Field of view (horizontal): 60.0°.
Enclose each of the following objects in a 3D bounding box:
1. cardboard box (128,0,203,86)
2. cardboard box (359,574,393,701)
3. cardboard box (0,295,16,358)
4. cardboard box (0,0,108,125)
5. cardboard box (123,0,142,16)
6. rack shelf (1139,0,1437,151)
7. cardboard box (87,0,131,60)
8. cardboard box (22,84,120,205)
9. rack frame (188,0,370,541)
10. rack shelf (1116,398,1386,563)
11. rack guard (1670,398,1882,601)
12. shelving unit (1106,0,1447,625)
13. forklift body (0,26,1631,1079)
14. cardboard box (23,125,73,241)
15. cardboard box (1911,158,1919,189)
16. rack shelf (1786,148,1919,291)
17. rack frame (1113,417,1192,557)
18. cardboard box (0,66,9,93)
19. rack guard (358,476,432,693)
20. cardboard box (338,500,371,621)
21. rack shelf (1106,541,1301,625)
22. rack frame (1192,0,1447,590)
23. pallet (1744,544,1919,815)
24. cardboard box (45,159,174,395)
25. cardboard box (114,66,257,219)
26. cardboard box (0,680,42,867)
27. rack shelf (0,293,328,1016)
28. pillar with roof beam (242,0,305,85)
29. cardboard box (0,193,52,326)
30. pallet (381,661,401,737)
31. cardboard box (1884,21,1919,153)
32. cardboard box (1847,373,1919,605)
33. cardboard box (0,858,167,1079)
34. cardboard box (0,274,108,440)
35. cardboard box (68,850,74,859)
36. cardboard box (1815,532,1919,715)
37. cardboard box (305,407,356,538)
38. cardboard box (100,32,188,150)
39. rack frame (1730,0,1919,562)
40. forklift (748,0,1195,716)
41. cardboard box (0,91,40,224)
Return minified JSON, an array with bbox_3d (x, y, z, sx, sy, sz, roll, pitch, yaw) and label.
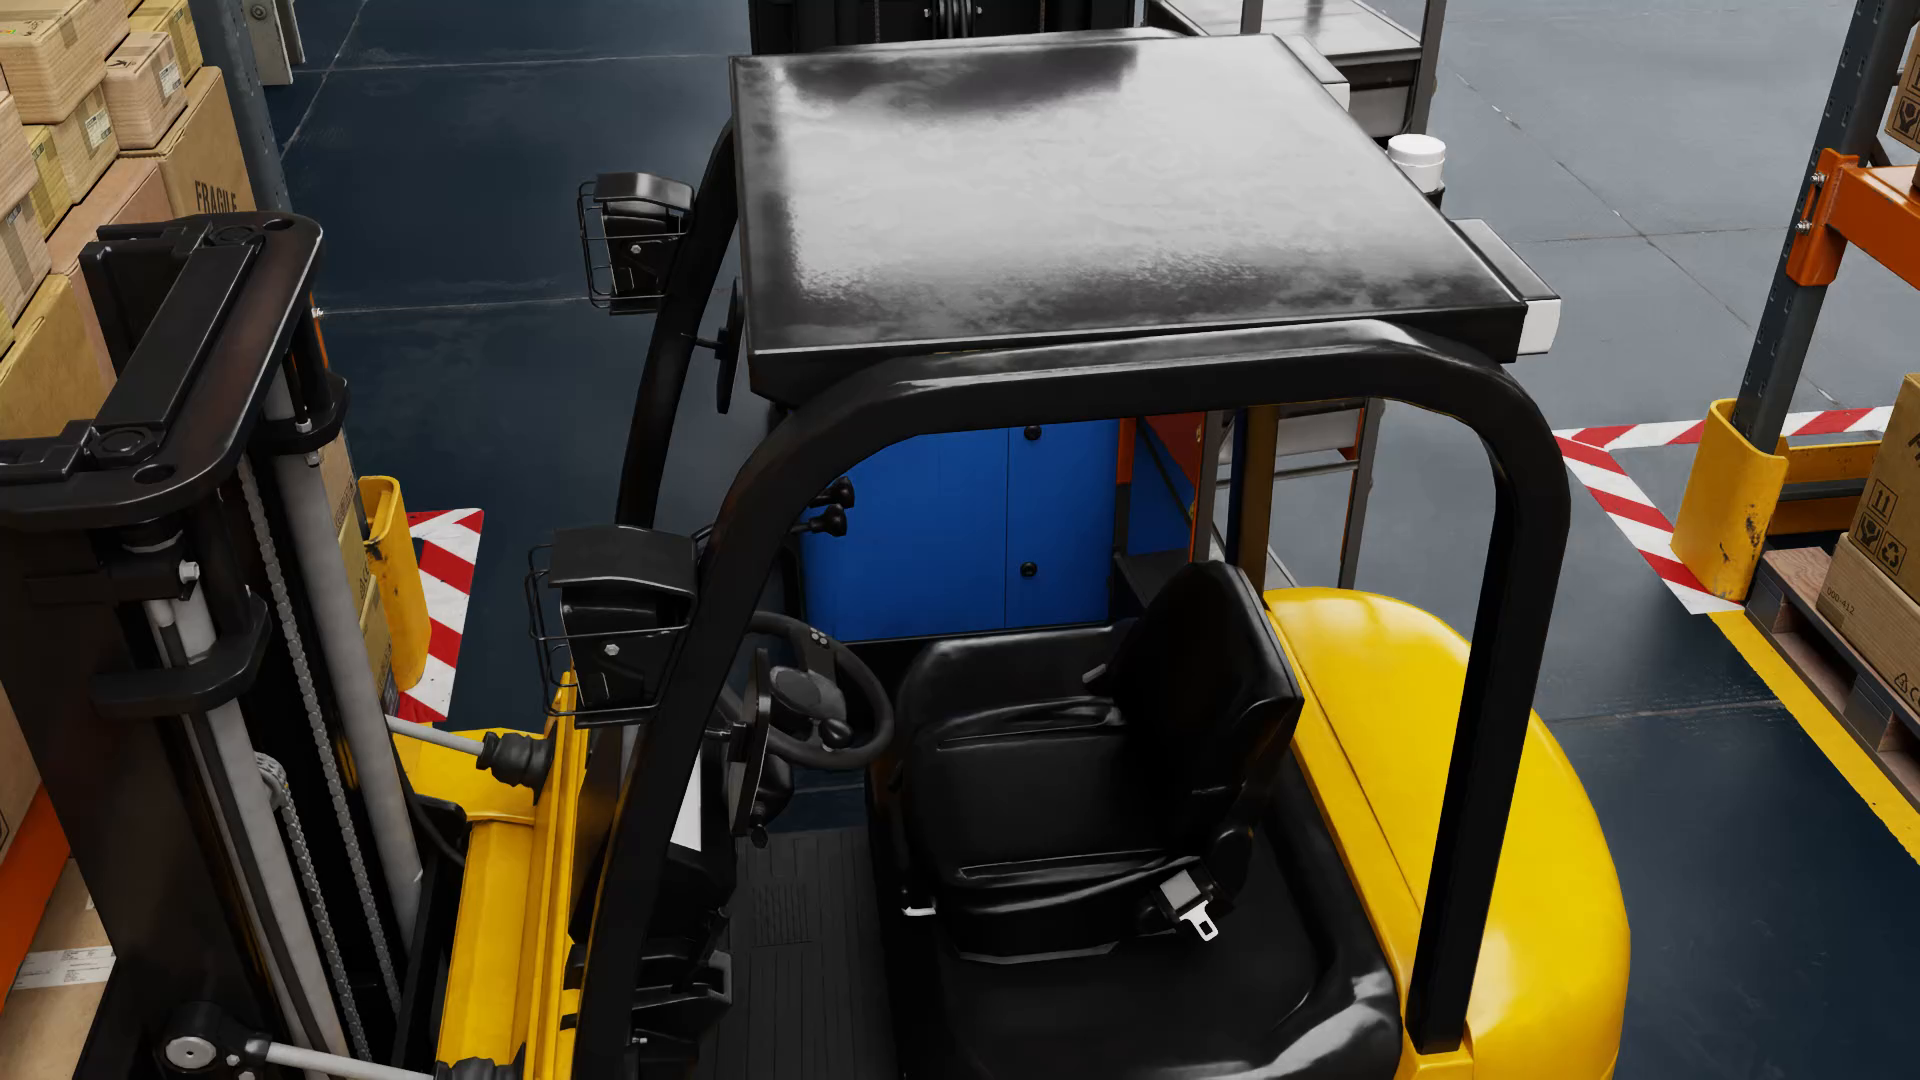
[{"bbox_3d":[-1.782,-0.993,3.379,0.380,0.149,0.250,-4,34,-6],"label":"cardboard box"},{"bbox_3d":[-1.730,0.345,4.149,0.500,0.250,0.500,-4,34,-6],"label":"cardboard box"},{"bbox_3d":[-1.585,-0.279,2.331,0.380,0.149,0.250,-4,34,-6],"label":"cardboard box"},{"bbox_3d":[-1.723,-0.825,2.868,0.380,0.149,0.250,-4,34,-5],"label":"cardboard box"},{"bbox_3d":[-1.849,-1.104,3.278,0.380,0.149,0.250,-4,35,-6],"label":"cardboard box"},{"bbox_3d":[0.639,-0.838,3.392,0.431,0.518,0.480,-8,35,-12],"label":"rack shelf"},{"bbox_3d":[-1.785,-0.969,3.079,0.380,0.149,0.250,-4,35,-6],"label":"cardboard box"},{"bbox_3d":[-1.744,-0.703,2.954,0.380,0.149,0.250,-4,34,-5],"label":"cardboard box"},{"bbox_3d":[-2.106,-0.856,3.842,1.000,3.000,0.127,-4,35,-6],"label":"rack frame"},{"bbox_3d":[0.641,-0.256,3.782,0.431,0.518,0.480,-8,35,-12],"label":"rack shelf"},{"bbox_3d":[2.822,-0.159,5.039,1.175,0.500,0.348,-4,35,-6],"label":"rack guard"},{"bbox_3d":[0.641,-0.268,3.774,0.431,2.100,0.503,-8,35,-12],"label":"shelving unit"},{"bbox_3d":[-0.043,0.415,2.731,2.313,2.155,1.214,-4,35,-6],"label":"forklift body"},{"bbox_3d":[-1.722,-0.564,2.749,0.380,0.149,0.250,-5,35,-7],"label":"cardboard box"},{"bbox_3d":[2.653,-0.925,4.167,0.380,0.149,0.250,-4,35,-6],"label":"cardboard box"},{"bbox_3d":[3.081,0.179,2.962,1.077,0.370,4.000,-4,35,-6],"label":"rack shelf"},{"bbox_3d":[0.579,-0.399,3.970,0.400,2.100,0.015,-8,35,-12],"label":"rack frame"},{"bbox_3d":[-1.763,-0.681,2.656,0.380,0.149,0.250,-4,34,-6],"label":"cardboard box"},{"bbox_3d":[-2.109,0.164,4.566,1.175,0.500,0.348,-4,35,-6],"label":"rack guard"},{"bbox_3d":[-1.731,0.148,3.994,0.500,0.250,0.500,-5,35,-7],"label":"cardboard box"},{"bbox_3d":[0.642,0.326,4.171,0.431,0.518,0.480,-8,35,-12],"label":"rack shelf"},{"bbox_3d":[0.703,-0.136,3.578,0.400,2.100,0.015,-8,35,-12],"label":"rack frame"},{"bbox_3d":[2.896,0.417,4.451,1.003,0.211,1.213,-4,35,-6],"label":"pallet"},{"bbox_3d":[-1.719,-0.352,3.015,0.500,0.500,0.500,-3,34,-5],"label":"cardboard box"},{"bbox_3d":[-1.780,-0.643,3.440,0.500,0.500,0.500,-5,35,-7],"label":"cardboard box"},{"bbox_3d":[-1.571,0.213,2.185,0.500,0.500,0.500,-4,34,-6],"label":"cardboard box"},{"bbox_3d":[-1.837,0.557,2.407,1.077,0.370,4.000,-4,35,-6],"label":"rack shelf"},{"bbox_3d":[0.553,-6.552,6.874,9.100,9.000,0.400,-4,35,-6],"label":"pillar with roof beam"},{"bbox_3d":[-1.639,-0.419,2.536,0.380,0.149,0.250,-5,35,-8],"label":"cardboard box"},{"bbox_3d":[-1.962,0.720,4.006,1.003,0.211,1.213,-4,35,-6],"label":"pallet"},{"bbox_3d":[2.601,-1.113,3.866,0.500,0.500,0.500,-5,35,-7],"label":"cardboard box"},{"bbox_3d":[2.650,-0.097,4.131,0.500,0.500,0.500,-5,35,-8],"label":"cardboard box"},{"bbox_3d":[-1.522,0.776,2.629,0.500,0.250,0.500,-5,35,-7],"label":"cardboard box"},{"bbox_3d":[-1.650,-0.066,2.595,0.500,0.500,0.500,-5,35,-7],"label":"cardboard box"},{"bbox_3d":[-1.583,0.492,3.045,0.500,0.250,0.500,-4,34,-6],"label":"cardboard box"},{"bbox_3d":[2.646,0.200,4.362,0.500,0.250,0.500,-5,35,-7],"label":"cardboard box"},{"bbox_3d":[-1.735,-0.073,3.874,0.500,0.250,0.500,-3,34,-5],"label":"cardboard box"},{"bbox_3d":[-1.718,-0.853,3.173,0.380,0.149,0.250,-4,34,-6],"label":"cardboard box"},{"bbox_3d":[2.812,-1.234,4.397,1.000,3.000,0.127,-4,35,-6],"label":"rack frame"},{"bbox_3d":[-0.084,-1.560,4.936,1.130,2.935,3.031,-4,35,-6],"label":"forklift"},{"bbox_3d":[-1.618,-0.544,2.455,0.380,0.149,0.250,-4,34,-5],"label":"cardboard box"}]
